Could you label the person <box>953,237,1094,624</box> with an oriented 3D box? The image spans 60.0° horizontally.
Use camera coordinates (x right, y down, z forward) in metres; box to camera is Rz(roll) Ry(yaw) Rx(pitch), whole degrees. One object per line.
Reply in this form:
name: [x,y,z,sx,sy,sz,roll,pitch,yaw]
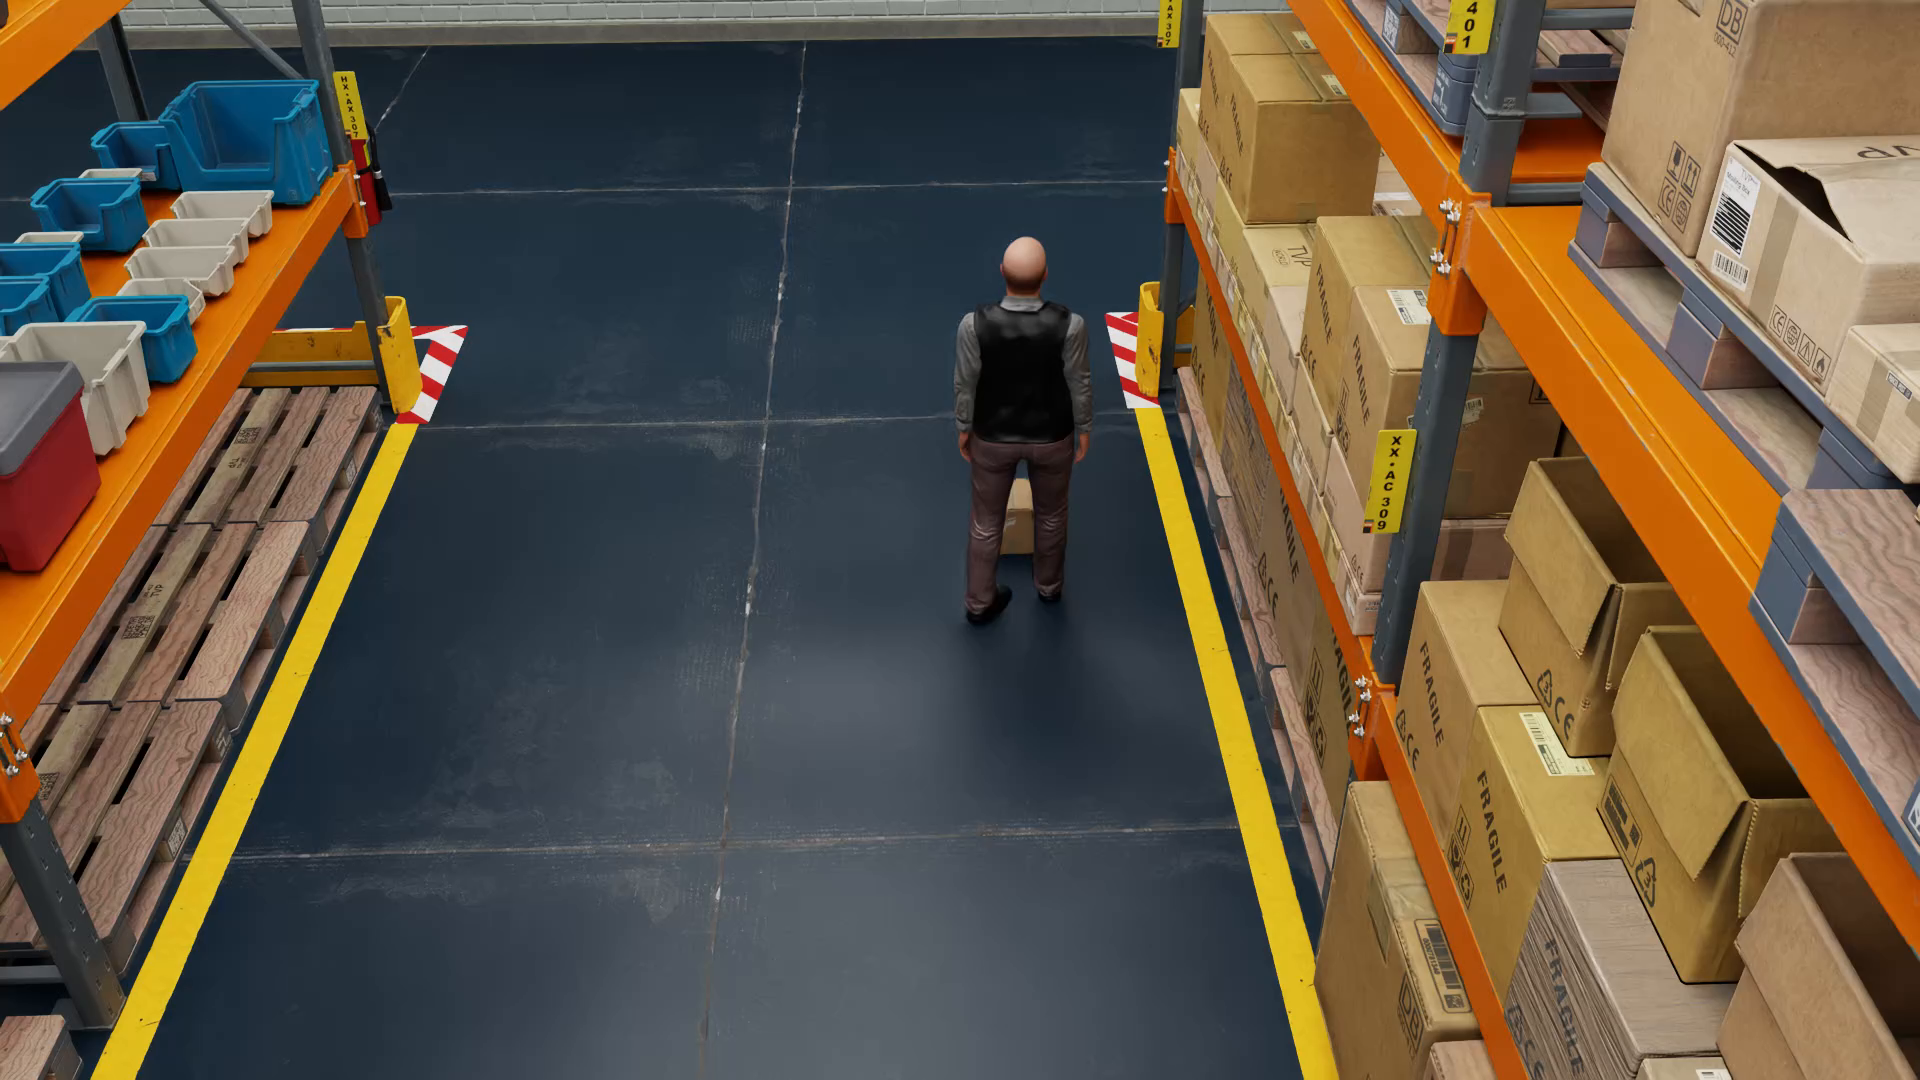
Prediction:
person: [0.260,-0.452,6.817,0.566,1.740,0.493,2,35,3]
